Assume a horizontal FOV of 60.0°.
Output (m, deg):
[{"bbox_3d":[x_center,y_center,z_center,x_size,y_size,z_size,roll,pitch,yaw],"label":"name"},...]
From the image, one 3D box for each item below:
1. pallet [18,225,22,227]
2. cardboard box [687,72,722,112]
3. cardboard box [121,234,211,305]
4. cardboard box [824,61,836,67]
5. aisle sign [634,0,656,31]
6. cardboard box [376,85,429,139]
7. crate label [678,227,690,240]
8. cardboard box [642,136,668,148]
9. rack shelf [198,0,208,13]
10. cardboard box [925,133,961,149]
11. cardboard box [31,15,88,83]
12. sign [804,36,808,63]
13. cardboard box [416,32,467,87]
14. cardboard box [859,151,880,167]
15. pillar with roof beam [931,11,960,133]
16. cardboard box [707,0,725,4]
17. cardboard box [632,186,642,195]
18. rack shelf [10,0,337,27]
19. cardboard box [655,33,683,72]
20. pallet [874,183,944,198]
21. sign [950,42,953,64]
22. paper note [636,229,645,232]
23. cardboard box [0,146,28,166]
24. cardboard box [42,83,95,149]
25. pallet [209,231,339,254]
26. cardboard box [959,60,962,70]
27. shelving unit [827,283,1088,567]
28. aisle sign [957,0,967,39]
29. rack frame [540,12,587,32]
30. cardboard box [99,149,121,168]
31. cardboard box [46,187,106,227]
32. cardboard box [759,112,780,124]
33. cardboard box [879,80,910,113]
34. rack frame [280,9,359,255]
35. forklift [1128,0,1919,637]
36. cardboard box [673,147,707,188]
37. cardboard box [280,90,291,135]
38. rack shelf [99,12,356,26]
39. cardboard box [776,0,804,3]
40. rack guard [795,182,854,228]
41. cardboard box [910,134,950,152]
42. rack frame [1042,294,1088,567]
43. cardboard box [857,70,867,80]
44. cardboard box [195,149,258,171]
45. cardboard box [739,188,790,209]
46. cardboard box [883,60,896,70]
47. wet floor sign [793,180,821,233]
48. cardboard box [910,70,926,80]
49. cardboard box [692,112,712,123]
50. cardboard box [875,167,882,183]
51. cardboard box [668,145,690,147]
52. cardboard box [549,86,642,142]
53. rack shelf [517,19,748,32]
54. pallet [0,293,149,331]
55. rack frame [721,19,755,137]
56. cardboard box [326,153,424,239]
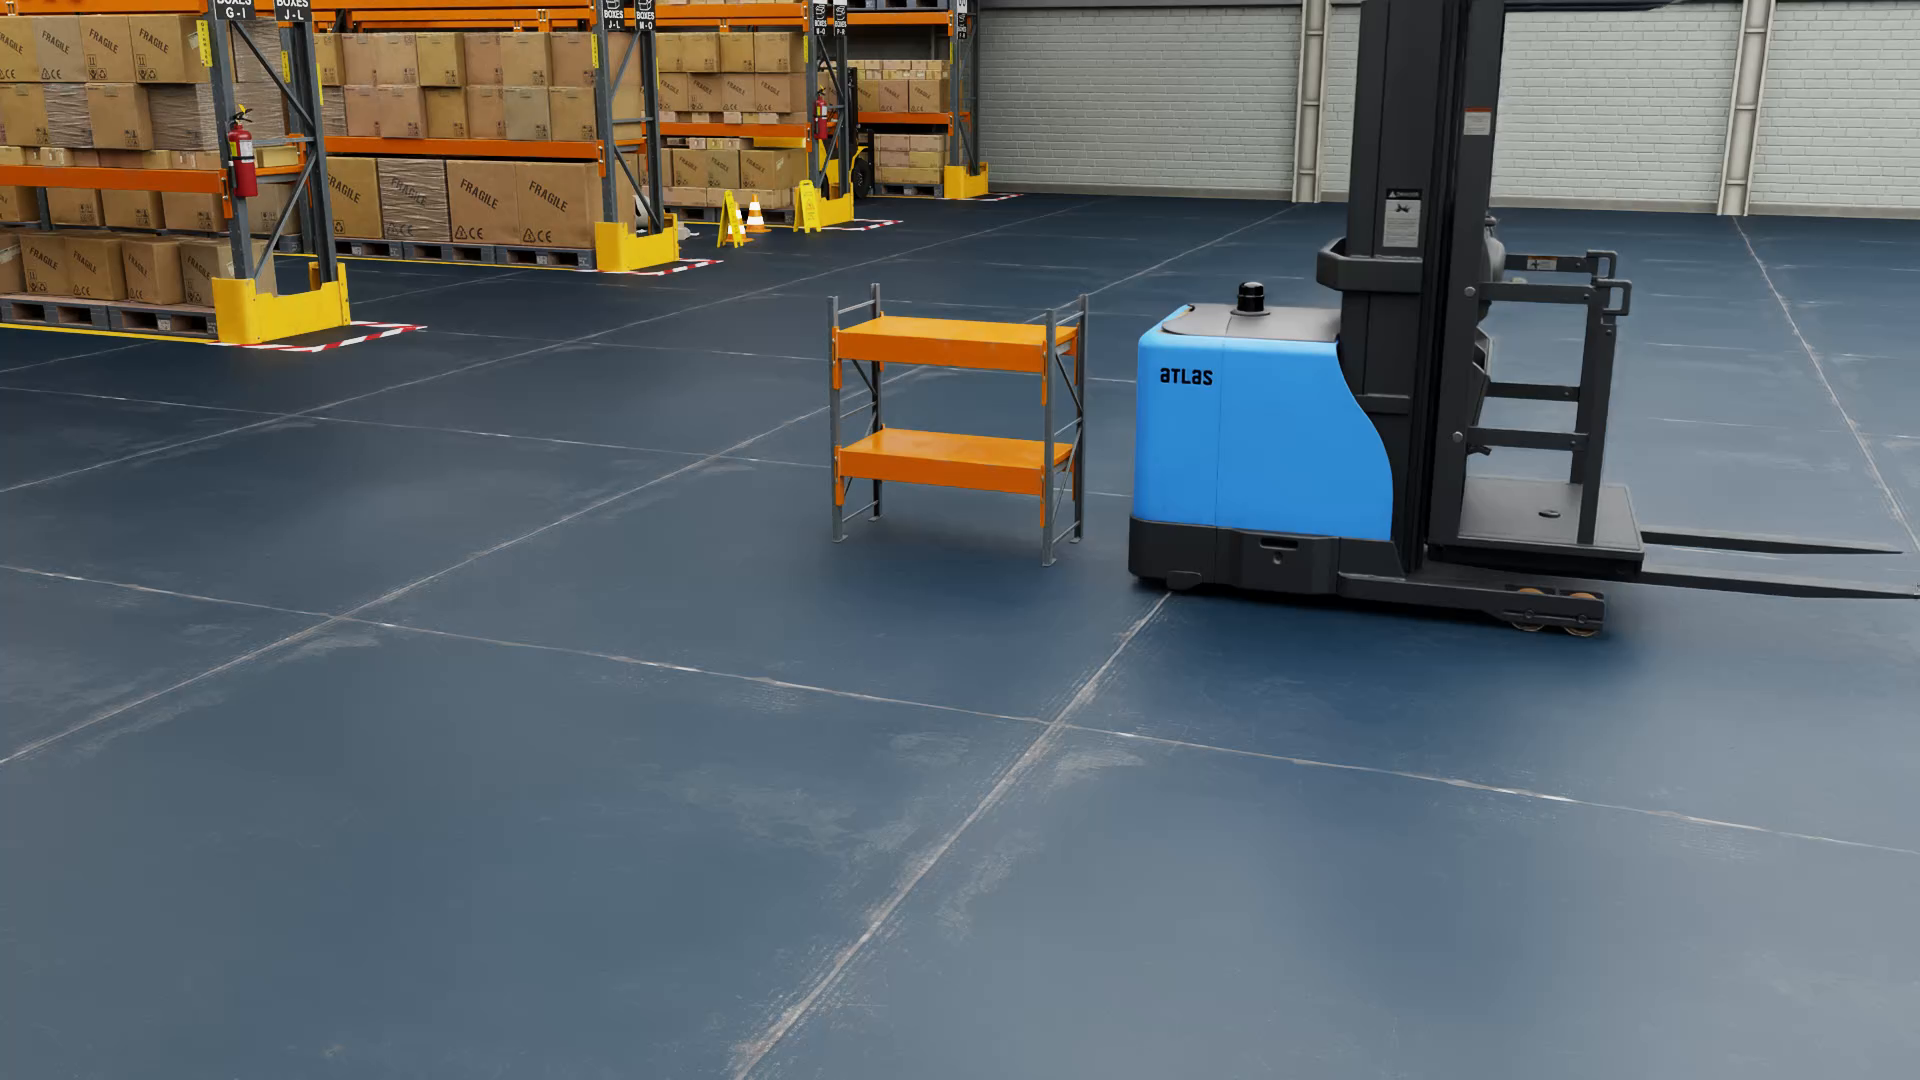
[{"bbox_3d":[-12.760,-4.073,21.324,1.213,0.211,1.003,6,17,21],"label":"pallet"},{"bbox_3d":[-3.273,-5.961,22.115,0.500,0.500,0.500,6,17,20],"label":"cardboard box"},{"bbox_3d":[-6.518,-2.234,13.717,0.500,0.500,0.500,12,20,35],"label":"cardboard box"},{"bbox_3d":[-1.988,-7.640,26.733,0.250,0.149,0.380,6,17,21],"label":"cardboard box"},{"bbox_3d":[-3.285,-5.707,17.289,0.004,0.787,0.394,6,17,21],"label":"aisle sign"},{"bbox_3d":[-5.855,-4.698,18.208,0.550,0.550,0.875,6,17,21],"label":"cardboard box"},{"bbox_3d":[-3.457,-3.758,20.374,0.298,0.136,0.250,-2,16,-8],"label":"crate label"},{"bbox_3d":[-4.185,-5.406,22.587,0.250,0.149,0.380,7,18,24],"label":"cardboard box"},{"bbox_3d":[-7.235,-4.411,13.399,4.000,0.370,1.077,6,17,21],"label":"rack shelf"},{"bbox_3d":[-0.298,-6.429,26.825,0.500,0.250,0.500,6,17,20],"label":"cardboard box"},{"bbox_3d":[-6.908,-3.877,13.140,0.500,0.500,0.500,6,17,21],"label":"cardboard box"},{"bbox_3d":[-1.961,-6.248,21.171,0.005,0.325,0.100,6,17,21],"label":"sign"},{"bbox_3d":[-5.349,-5.172,17.902,0.500,0.550,0.875,6,17,21],"label":"cardboard box"},{"bbox_3d":[-1.439,-6.161,26.798,0.500,0.250,0.500,6,17,19],"label":"cardboard box"},{"bbox_3d":[-1.817,-9.039,22.670,0.400,9.000,9.100,6,17,21],"label":"pillar with roof beam"},{"bbox_3d":[-3.112,-7.075,21.735,0.250,0.149,0.380,6,17,20],"label":"cardboard box"},{"bbox_3d":[-4.509,-4.790,22.973,0.500,0.250,0.500,7,18,24],"label":"cardboard box"},{"bbox_3d":[-9.042,-6.097,19.204,4.000,0.370,1.077,6,17,21],"label":"rack shelf"},{"bbox_3d":[-3.687,-6.515,22.229,0.500,0.500,0.700,6,17,20],"label":"cardboard box"},{"bbox_3d":[-0.647,-5.698,26.922,1.213,0.211,1.003,6,17,21],"label":"pallet"},{"bbox_3d":[-0.133,-7.500,25.627,0.005,0.325,0.100,6,17,21],"label":"sign"},{"bbox_3d":[-4.083,-3.957,21.269,0.142,0.019,0.148,14,21,40],"label":"paper note"},{"bbox_3d":[-7.606,-3.150,13.596,0.250,0.149,0.380,6,17,21],"label":"cardboard box"},{"bbox_3d":[-6.835,-3.448,13.459,0.500,0.500,0.875,6,17,21],"label":"cardboard box"},{"bbox_3d":[-7.927,-3.517,19.411,1.213,0.211,1.003,6,17,21],"label":"pallet"},{"bbox_3d":[-0.155,-7.562,26.465,0.250,0.149,0.380,6,17,20],"label":"cardboard box"},{"bbox_3d":[-0.006,-0.541,7.519,1.048,1.125,0.538,6,17,21],"label":"shelving unit"},{"bbox_3d":[0.033,-8.135,25.653,0.004,0.787,0.394,6,17,21],"label":"aisle sign"},{"bbox_3d":[-5.459,-6.091,23.275,0.127,3.000,1.000,6,17,21],"label":"rack frame"},{"bbox_3d":[-6.643,-3.071,13.321,0.250,0.149,0.380,6,17,21],"label":"cardboard box"},{"bbox_3d":[-10.369,-4.242,20.187,0.750,0.750,1.050,6,17,20],"label":"cardboard box"},{"bbox_3d":[-2.441,-5.541,21.832,0.250,0.149,0.380,6,17,20],"label":"cardboard box"},{"bbox_3d":[-0.954,-7.056,26.417,0.500,0.500,0.500,7,18,22],"label":"cardboard box"},{"bbox_3d":[-7.182,-4.797,18.817,0.127,3.000,1.000,6,17,21],"label":"rack frame"},{"bbox_3d":[2.281,-1.202,6.557,3.031,2.935,1.130,5,17,17],"label":"forklift"},{"bbox_3d":[-3.533,-5.044,22.500,0.500,0.500,0.500,6,17,19],"label":"cardboard box"},{"bbox_3d":[-7.765,-4.829,18.749,0.500,0.500,0.500,6,17,20],"label":"cardboard box"},{"bbox_3d":[-11.041,-7.800,25.072,4.000,0.370,1.077,6,17,21],"label":"rack shelf"},{"bbox_3d":[-2.173,-6.966,21.358,0.250,0.149,0.380,6,17,21],"label":"cardboard box"},{"bbox_3d":[-1.809,-4.489,22.241,0.348,0.500,1.175,6,17,21],"label":"rack guard"},{"bbox_3d":[-0.463,-6.297,26.370,0.500,0.250,0.500,7,18,22],"label":"cardboard box"},{"bbox_3d":[0.467,-0.489,7.340,0.032,1.125,0.500,6,17,21],"label":"rack frame"},{"bbox_3d":[-1.548,-7.417,26.499,0.250,0.149,0.380,6,17,21],"label":"cardboard box"},{"bbox_3d":[-5.715,-2.967,12.963,0.250,0.149,0.380,6,17,21],"label":"cardboard box"},{"bbox_3d":[-2.611,-4.579,22.243,0.500,0.250,0.500,6,17,20],"label":"cardboard box"},{"bbox_3d":[-1.030,-7.536,26.375,0.250,0.149,0.380,6,17,21],"label":"cardboard box"},{"bbox_3d":[-1.954,-4.254,21.171,0.232,0.644,0.267,14,21,40],"label":"wet floor sign"},{"bbox_3d":[-0.595,-7.311,26.132,0.250,0.149,0.380,7,17,22],"label":"cardboard box"},{"bbox_3d":[-3.380,-5.657,22.230,0.250,0.149,0.380,6,17,20],"label":"cardboard box"},{"bbox_3d":[-1.395,-5.924,26.878,0.500,0.250,0.500,6,17,21],"label":"cardboard box"},{"bbox_3d":[-3.862,-5.238,23.170,0.500,0.500,0.500,7,18,24],"label":"cardboard box"},{"bbox_3d":[-3.822,-4.486,17.477,0.550,0.550,0.875,6,17,21],"label":"cardboard box"},{"bbox_3d":[-5.502,-8.679,28.098,4.000,0.370,1.077,6,17,21],"label":"rack shelf"},{"bbox_3d":[-7.319,-1.998,14.177,1.213,0.211,1.003,6,17,21],"label":"pallet"},{"bbox_3d":[-3.642,-7.379,27.711,0.127,3.000,1.000,6,17,21],"label":"rack frame"},{"bbox_3d":[-6.622,-3.896,18.771,0.875,0.875,0.875,7,17,21],"label":"cardboard box"}]
